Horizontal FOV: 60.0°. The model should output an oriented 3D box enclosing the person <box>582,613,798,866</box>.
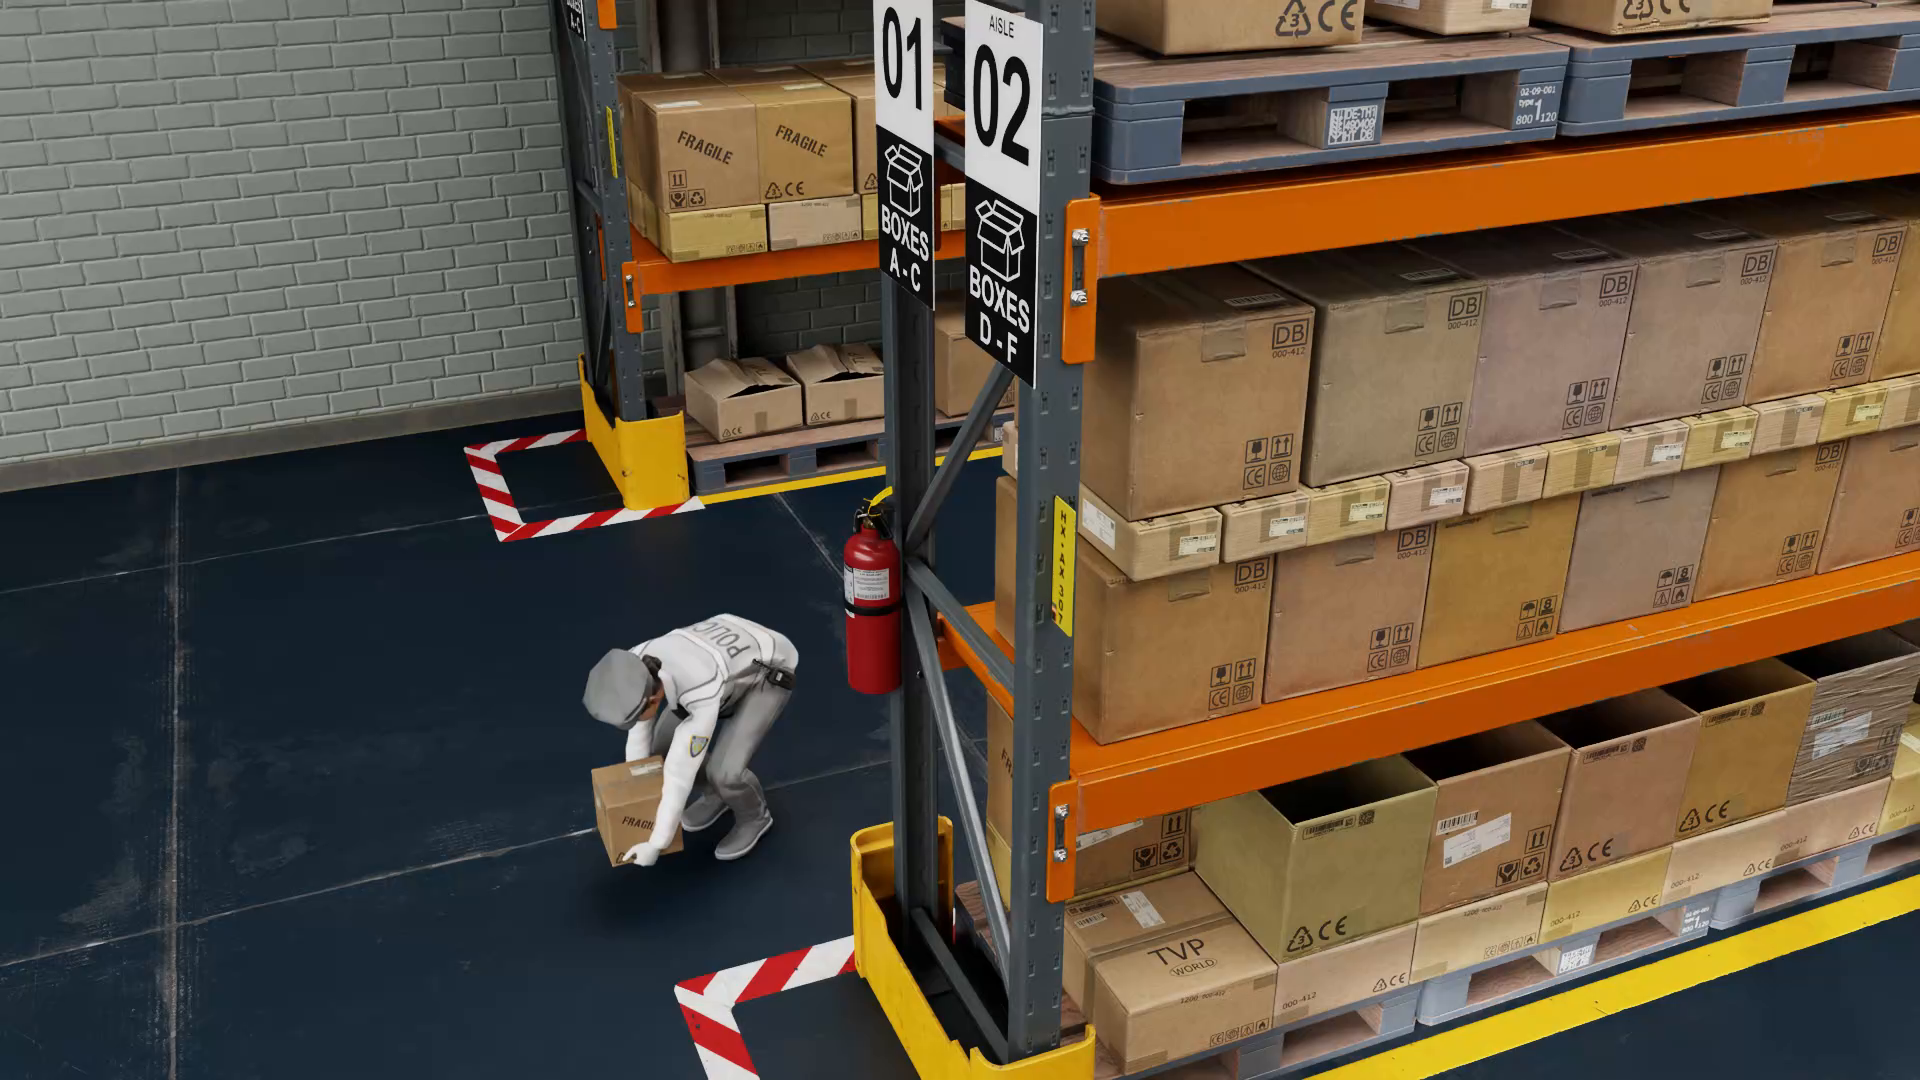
[{"bbox_3d":[-0.951,0.703,5.966,0.454,0.974,0.908,17,31,31],"label":"person"}]
